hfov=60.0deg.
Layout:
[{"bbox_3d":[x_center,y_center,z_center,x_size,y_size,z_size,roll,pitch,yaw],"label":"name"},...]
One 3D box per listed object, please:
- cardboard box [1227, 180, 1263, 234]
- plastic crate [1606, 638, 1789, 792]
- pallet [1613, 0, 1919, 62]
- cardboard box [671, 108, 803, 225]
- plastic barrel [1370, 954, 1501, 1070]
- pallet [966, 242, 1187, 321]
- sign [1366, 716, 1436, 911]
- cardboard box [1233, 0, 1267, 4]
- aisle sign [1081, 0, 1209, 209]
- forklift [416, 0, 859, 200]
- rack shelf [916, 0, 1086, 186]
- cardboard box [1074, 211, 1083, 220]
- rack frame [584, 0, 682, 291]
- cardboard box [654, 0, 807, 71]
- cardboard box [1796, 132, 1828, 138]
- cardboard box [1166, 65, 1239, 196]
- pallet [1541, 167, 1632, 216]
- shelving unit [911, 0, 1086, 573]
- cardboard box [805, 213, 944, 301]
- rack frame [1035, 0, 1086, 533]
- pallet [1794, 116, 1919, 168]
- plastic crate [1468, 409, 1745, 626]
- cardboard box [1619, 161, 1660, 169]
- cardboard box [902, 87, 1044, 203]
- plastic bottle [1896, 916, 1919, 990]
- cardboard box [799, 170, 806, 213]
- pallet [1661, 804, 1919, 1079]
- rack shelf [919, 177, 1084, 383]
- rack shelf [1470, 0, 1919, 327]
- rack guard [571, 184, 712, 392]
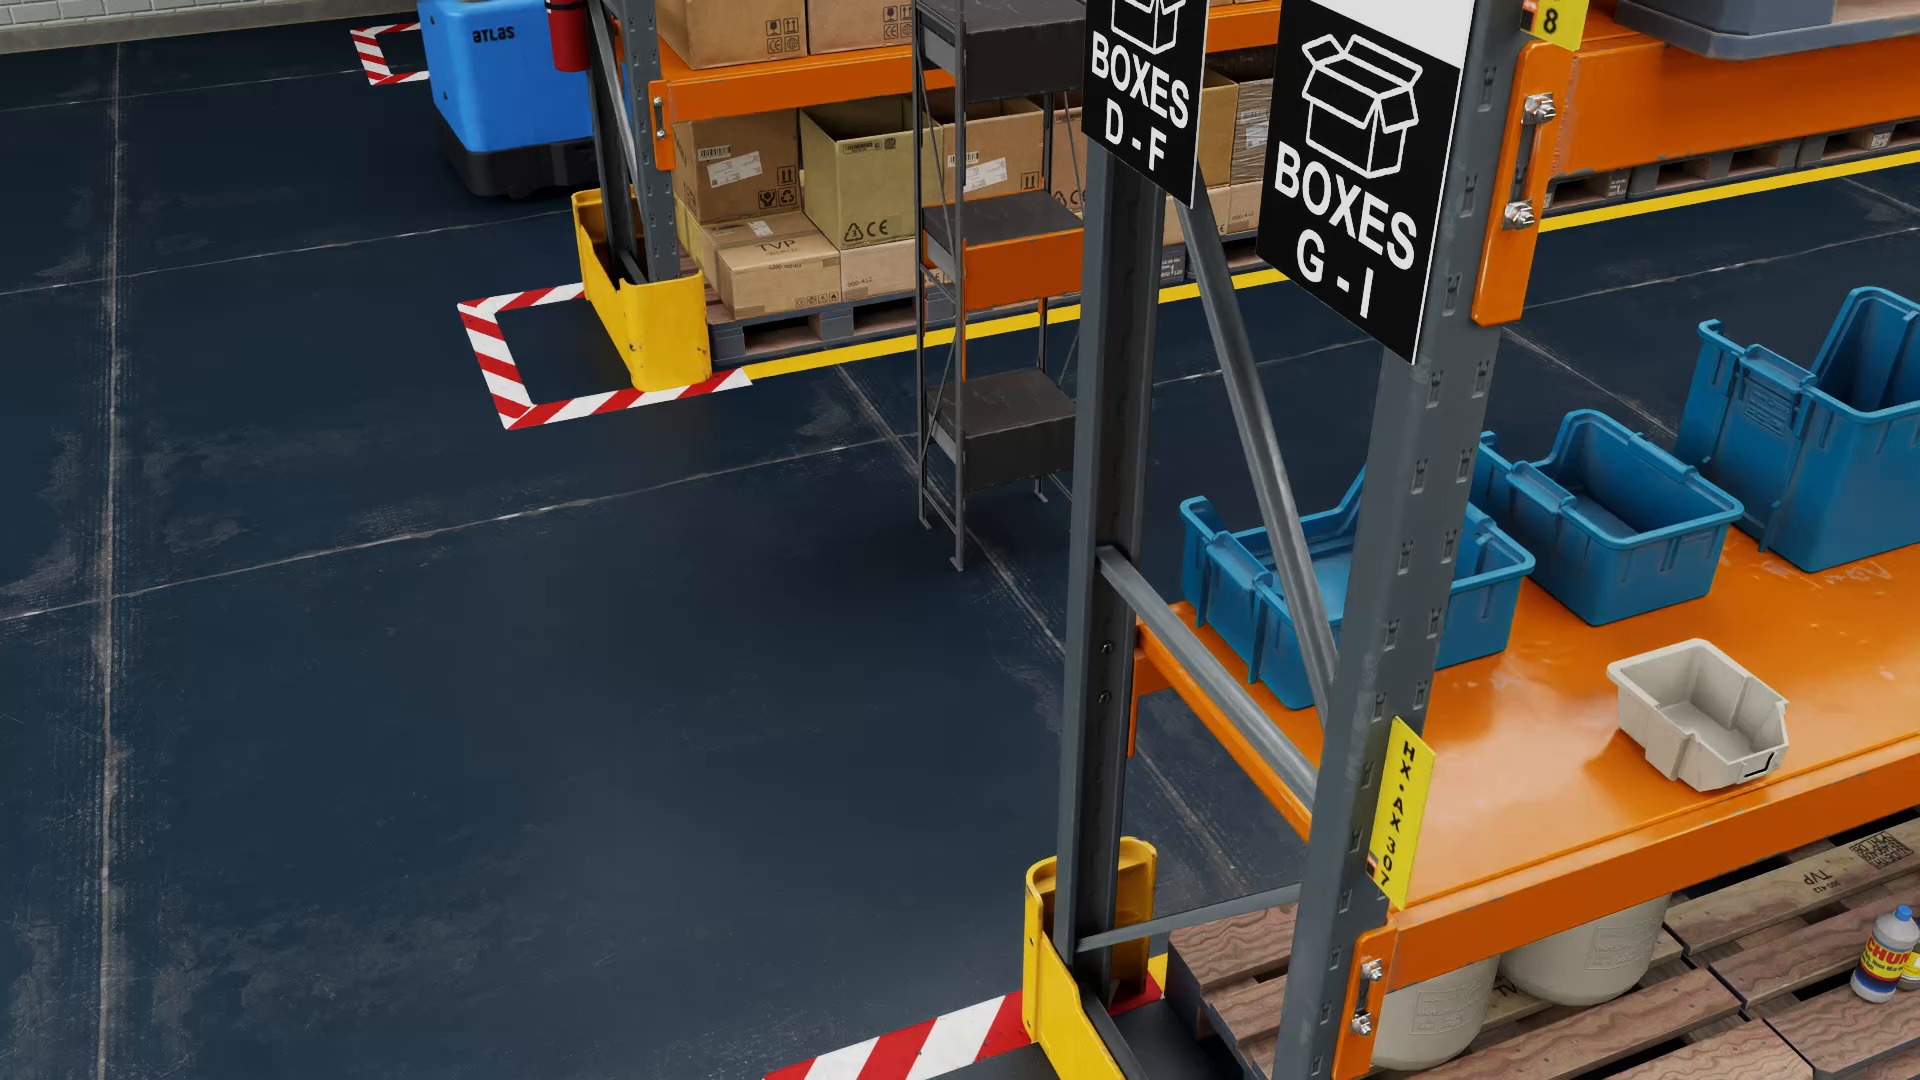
[{"bbox_3d":[1.440,-1.784,8.378,0.500,0.250,0.500,-13,35,-19],"label":"cardboard box"},{"bbox_3d":[1.424,0.350,3.203,0.250,0.136,0.298,-13,35,-19],"label":"plastic crate"},{"bbox_3d":[1.275,-1.037,2.516,1.213,0.211,1.003,-13,35,-19],"label":"pallet"},{"bbox_3d":[-1.061,-1.825,7.753,0.500,0.500,0.500,-13,35,-19],"label":"cardboard box"},{"bbox_3d":[1.051,0.956,3.926,0.421,0.512,0.421,0,33,0],"label":"plastic barrel"},{"bbox_3d":[0.372,-1.494,8.352,1.213,0.211,1.003,-13,35,-19],"label":"pallet"},{"bbox_3d":[0.683,0.429,2.587,0.005,0.325,0.100,-13,35,-19],"label":"sign"},{"bbox_3d":[1.358,-2.900,7.864,0.500,0.500,0.700,-13,35,-19],"label":"cardboard box"},{"bbox_3d":[0.293,-0.957,2.586,0.004,0.787,0.394,-13,35,-19],"label":"aisle sign"},{"bbox_3d":[-1.475,-3.621,9.128,3.031,2.935,1.130,-15,36,-22],"label":"forklift"},{"bbox_3d":[0.153,-1.490,5.357,0.480,0.518,0.431,-13,35,-19],"label":"rack shelf"},{"bbox_3d":[0.524,-1.565,8.041,0.500,0.250,0.500,-13,35,-19],"label":"cardboard box"},{"bbox_3d":[-1.440,-2.225,6.919,0.127,3.000,1.000,-13,35,-19],"label":"rack frame"},{"bbox_3d":[-1.005,-2.359,7.033,0.500,0.500,0.700,-13,35,-19],"label":"cardboard box"},{"bbox_3d":[4.607,-2.488,9.460,0.500,0.250,0.500,-12,35,-18],"label":"cardboard box"},{"bbox_3d":[0.980,-1.992,8.010,0.500,0.500,0.500,-13,35,-19],"label":"cardboard box"},{"bbox_3d":[2.912,-2.075,9.246,1.213,0.211,1.003,-13,35,-19],"label":"pallet"},{"bbox_3d":[0.153,-0.915,5.731,0.503,2.100,0.431,-13,35,-19],"label":"shelving unit"},{"bbox_3d":[-0.400,-1.357,7.721,0.500,0.250,0.500,-13,35,-19],"label":"cardboard box"},{"bbox_3d":[0.378,-0.967,5.810,0.015,2.100,0.400,-13,35,-19],"label":"rack frame"},{"bbox_3d":[5.162,-2.591,10.038,1.213,0.211,1.003,-13,35,-19],"label":"pallet"},{"bbox_3d":[1.421,-0.061,3.730,0.408,0.251,0.499,-13,35,-19],"label":"plastic crate"},{"bbox_3d":[3.664,-2.271,9.126,0.500,0.250,0.500,-14,36,-20],"label":"cardboard box"},{"bbox_3d":[0.057,-1.782,7.687,0.500,0.500,0.500,-13,35,-19],"label":"cardboard box"},{"bbox_3d":[2.362,1.008,4.113,0.097,0.201,0.097,0,33,0],"label":"plastic bottle"},{"bbox_3d":[-0.604,-1.621,8.128,0.500,0.250,0.500,-13,35,-19],"label":"cardboard box"},{"bbox_3d":[2.400,0.972,4.563,1.213,0.211,1.003,-13,35,-19],"label":"pallet"},{"bbox_3d":[0.153,-0.904,5.738,0.480,0.518,0.431,-13,35,-19],"label":"rack shelf"},{"bbox_3d":[2.318,-1.111,3.116,4.000,0.370,1.077,-13,35,-19],"label":"rack shelf"},{"bbox_3d":[-1.462,-1.172,7.592,0.348,0.500,1.175,-13,35,-19],"label":"rack guard"}]
